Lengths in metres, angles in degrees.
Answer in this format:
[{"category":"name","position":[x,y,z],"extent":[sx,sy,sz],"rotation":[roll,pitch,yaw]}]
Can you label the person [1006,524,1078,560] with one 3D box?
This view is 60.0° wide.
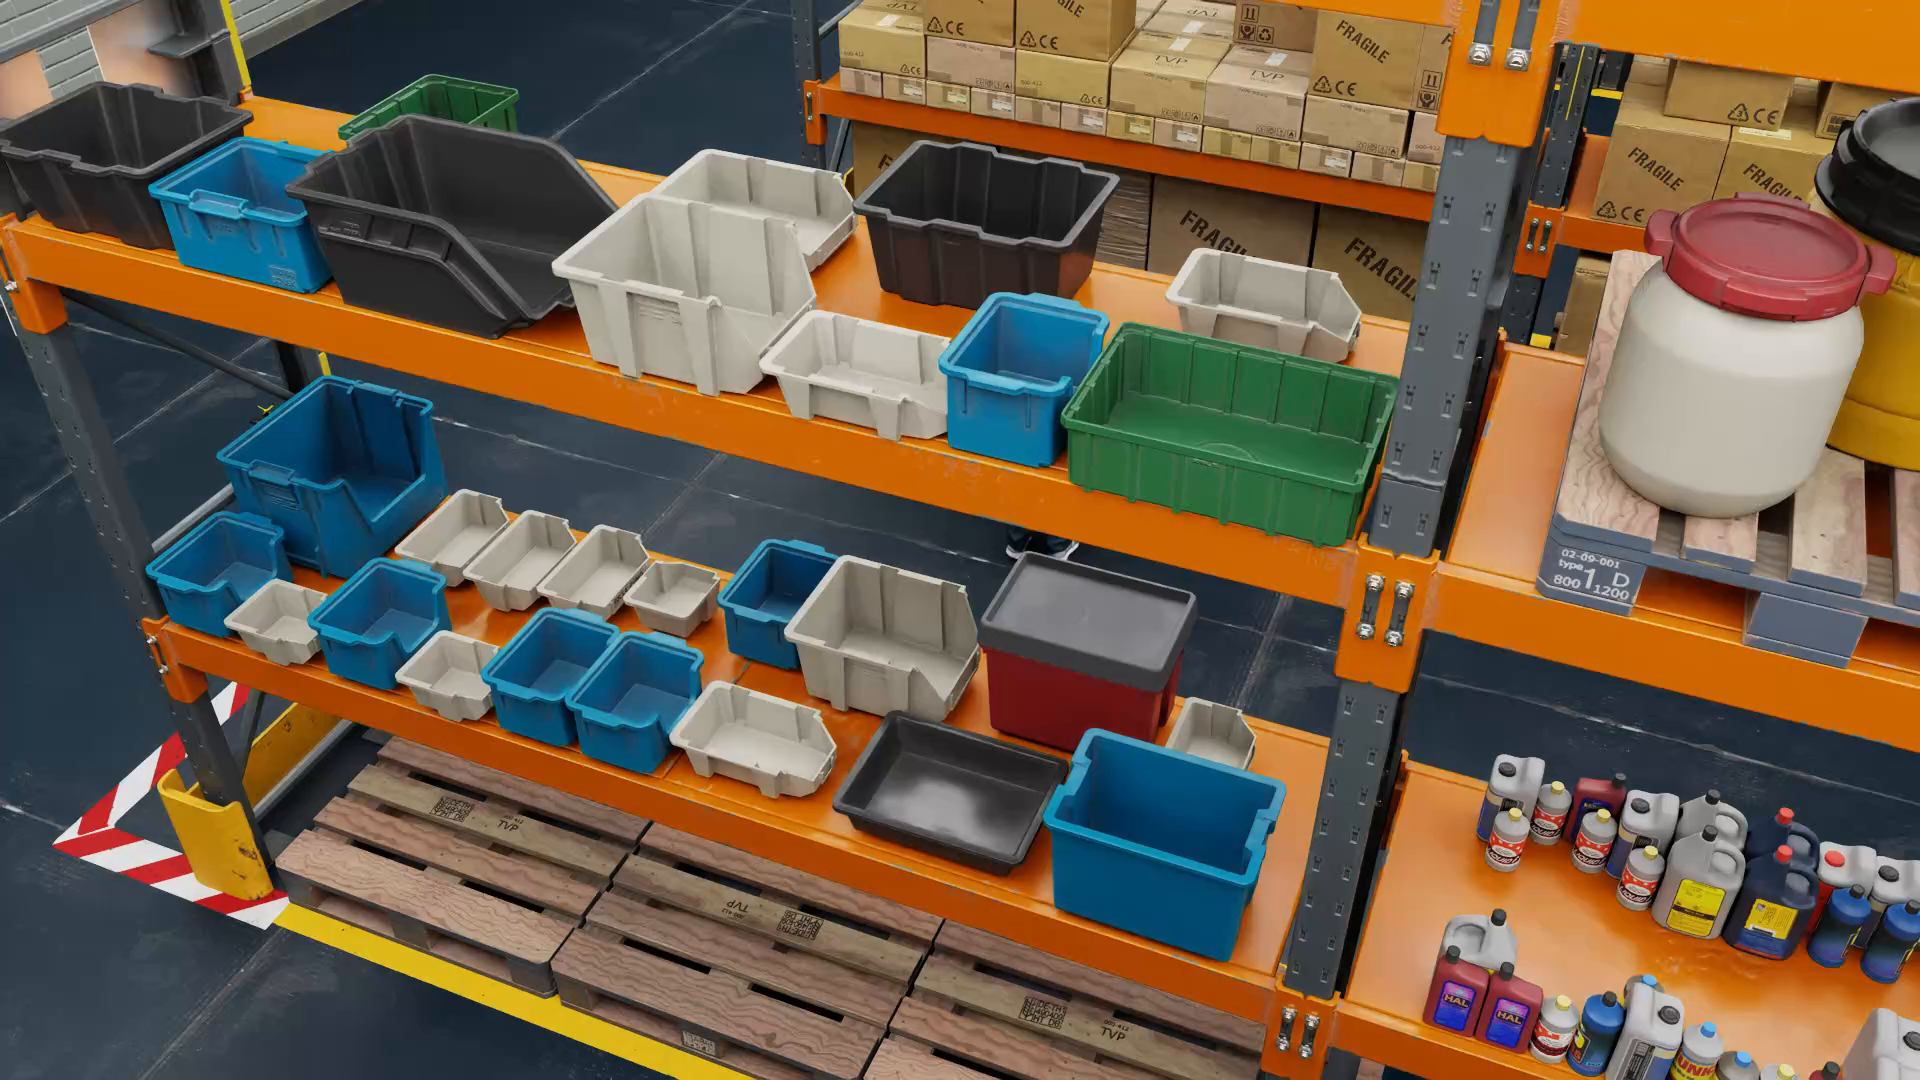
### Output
[{"category":"person","position":[0.439,-0.357,7.902],"extent":[0.425,0.832,0.856],"rotation":[12,40,15]}]
